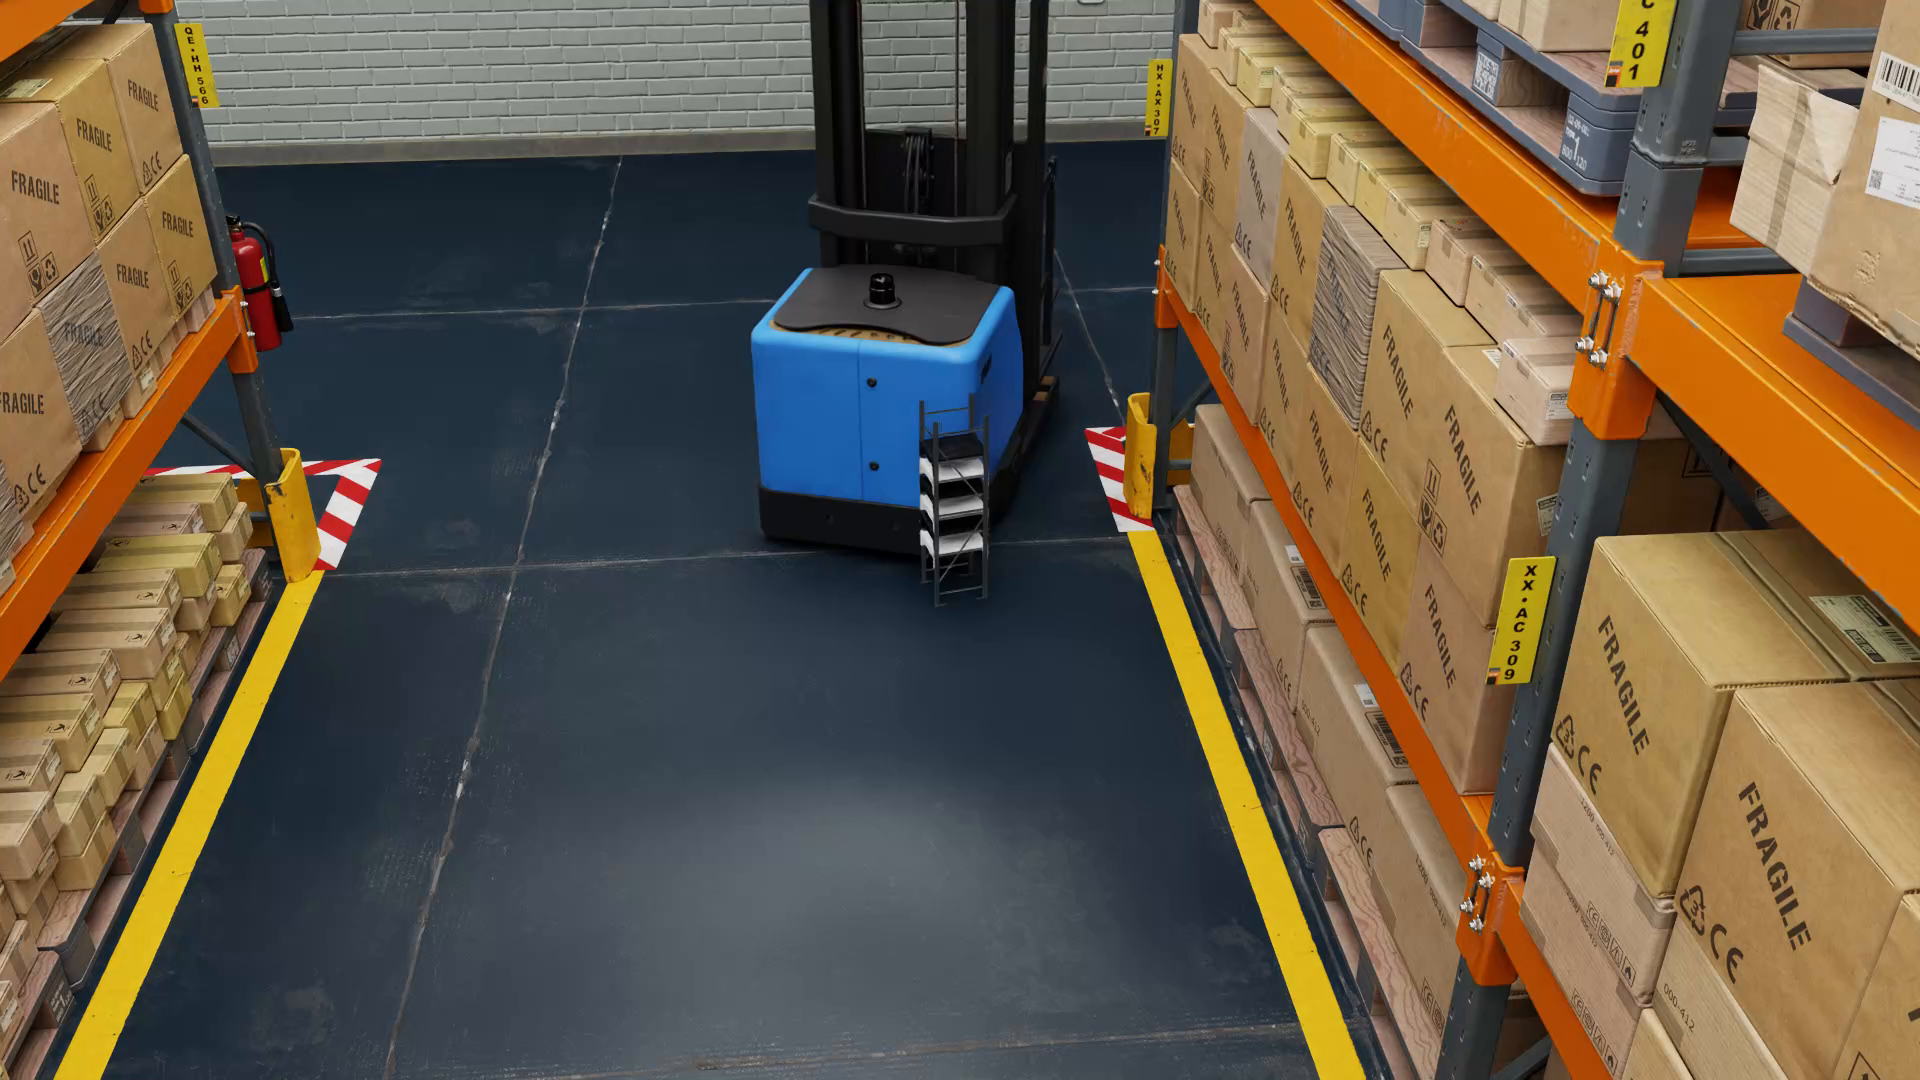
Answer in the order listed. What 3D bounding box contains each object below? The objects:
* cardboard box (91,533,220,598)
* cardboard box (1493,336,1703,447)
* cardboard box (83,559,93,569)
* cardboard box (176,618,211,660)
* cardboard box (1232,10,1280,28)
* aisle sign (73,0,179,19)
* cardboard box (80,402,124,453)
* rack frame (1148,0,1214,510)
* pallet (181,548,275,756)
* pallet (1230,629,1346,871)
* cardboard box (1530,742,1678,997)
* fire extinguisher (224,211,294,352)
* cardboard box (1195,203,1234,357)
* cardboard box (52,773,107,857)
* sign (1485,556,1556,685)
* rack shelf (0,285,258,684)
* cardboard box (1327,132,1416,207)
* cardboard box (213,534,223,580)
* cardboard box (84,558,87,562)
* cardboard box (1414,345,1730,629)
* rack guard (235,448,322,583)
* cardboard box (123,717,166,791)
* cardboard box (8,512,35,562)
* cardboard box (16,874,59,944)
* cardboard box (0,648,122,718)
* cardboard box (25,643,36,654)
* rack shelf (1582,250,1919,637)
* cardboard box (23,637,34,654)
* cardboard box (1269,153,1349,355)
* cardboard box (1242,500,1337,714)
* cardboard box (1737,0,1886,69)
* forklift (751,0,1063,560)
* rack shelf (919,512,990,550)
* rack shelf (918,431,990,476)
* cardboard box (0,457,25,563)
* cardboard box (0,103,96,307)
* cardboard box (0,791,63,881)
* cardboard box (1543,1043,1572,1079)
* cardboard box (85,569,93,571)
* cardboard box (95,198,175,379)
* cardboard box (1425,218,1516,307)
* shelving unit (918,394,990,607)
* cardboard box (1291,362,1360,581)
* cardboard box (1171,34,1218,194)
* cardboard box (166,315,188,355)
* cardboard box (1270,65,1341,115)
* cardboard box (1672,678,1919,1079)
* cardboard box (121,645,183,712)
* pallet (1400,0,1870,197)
[{"bbox_3d":[-3.107,0.106,6.437,0.380,0.149,0.250,-3,31,-6],"label":"cardboard box"},{"bbox_3d":[1.421,-0.336,3.683,0.380,0.149,0.250,-3,31,-6],"label":"cardboard box"},{"bbox_3d":[-3.733,-0.001,6.908,0.380,0.149,0.250,-2,31,-3],"label":"cardboard box"},{"bbox_3d":[-3.206,0.371,6.575,0.380,0.149,0.250,-3,31,-5],"label":"cardboard box"},{"bbox_3d":[1.246,-1.912,6.320,0.380,0.149,0.250,-2,31,-3],"label":"cardboard box"},{"bbox_3d":[-3.234,-2.365,6.249,0.394,0.787,0.004,-3,31,-5],"label":"aisle sign"},{"bbox_3d":[-3.148,-0.415,5.765,0.380,0.149,0.250,-4,31,-7],"label":"cardboard box"},{"bbox_3d":[1.393,-1.486,7.313,1.000,3.000,0.127,-3,31,-5],"label":"rack frame"},{"bbox_3d":[-3.478,0.455,6.782,1.003,0.211,1.213,-3,31,-5],"label":"pallet"},{"bbox_3d":[1.656,0.737,6.310,1.003,0.211,1.213,-3,31,-5],"label":"pallet"},{"bbox_3d":[1.527,0.644,3.405,0.500,0.250,0.500,-4,31,-6],"label":"cardboard box"},{"bbox_3d":[-3.090,-1.155,7.197,0.296,0.674,0.183,-3,31,-5],"label":"fire extinguisher"},{"bbox_3d":[1.227,-1.013,6.424,0.500,0.500,0.500,-3,31,-5],"label":"cardboard box"},{"bbox_3d":[-3.025,0.902,5.396,0.380,0.149,0.250,-3,31,-5],"label":"cardboard box"},{"bbox_3d":[1.214,0.178,3.605,0.100,0.325,0.005,-3,31,-5],"label":"sign"},{"bbox_3d":[-3.339,0.133,5.304,1.077,0.370,4.000,-3,31,-5],"label":"rack shelf"},{"bbox_3d":[1.326,-1.117,4.990,0.380,0.149,0.250,-3,31,-5],"label":"cardboard box"},{"bbox_3d":[-3.222,0.111,6.720,0.380,0.149,0.250,-3,31,-6],"label":"cardboard box"},{"bbox_3d":[-3.670,0.010,6.599,0.380,0.149,0.250,-2,31,-4],"label":"cardboard box"},{"bbox_3d":[1.447,-0.144,3.993,0.500,0.500,0.500,-3,31,-5],"label":"cardboard box"},{"bbox_3d":[-3.519,-0.085,7.405,1.175,0.500,0.348,-3,31,-5],"label":"rack guard"},{"bbox_3d":[-3.078,0.764,5.917,0.380,0.149,0.250,-2,31,-4],"label":"cardboard box"},{"bbox_3d":[-3.096,-0.012,5.090,0.380,0.149,0.250,-2,31,-3],"label":"cardboard box"},{"bbox_3d":[-3.100,1.164,5.246,0.380,0.149,0.250,-4,31,-7],"label":"cardboard box"},{"bbox_3d":[-3.152,0.516,5.752,0.380,0.149,0.250,-4,31,-6],"label":"cardboard box"},{"bbox_3d":[-3.745,0.521,6.323,0.380,0.149,0.250,-2,31,-4],"label":"cardboard box"},{"bbox_3d":[1.953,0.598,1.599,1.077,0.370,4.000,-3,31,-5],"label":"rack shelf"},{"bbox_3d":[-3.737,0.398,6.239,0.380,0.149,0.250,-2,31,-3],"label":"cardboard box"},{"bbox_3d":[1.313,-0.919,5.291,0.500,0.500,0.500,-3,31,-4],"label":"cardboard box"},{"bbox_3d":[1.648,0.233,6.524,0.875,0.438,0.875,-2,31,-3],"label":"cardboard box"},{"bbox_3d":[1.921,-1.308,3.485,0.500,0.500,0.500,-2,31,-4],"label":"cardboard box"},{"bbox_3d":[-0.082,-1.913,8.095,1.130,2.935,3.031,7,32,12],"label":"forklift"},{"bbox_3d":[-0.026,-0.058,7.209,0.258,0.077,0.200,-9,32,-15],"label":"rack shelf"},{"bbox_3d":[-0.025,-0.367,7.024,0.258,0.077,0.200,-9,32,-15],"label":"rack shelf"},{"bbox_3d":[-3.012,-0.102,4.608,0.500,0.500,0.500,-3,31,-6],"label":"cardboard box"},{"bbox_3d":[-3.131,-1.052,5.223,0.500,0.500,0.500,-1,31,-2],"label":"cardboard box"},{"bbox_3d":[-3.007,0.911,5.090,0.380,0.149,0.250,-2,31,-4],"label":"cardboard box"},{"bbox_3d":[1.904,1.601,3.807,0.875,0.875,0.875,-2,31,-3],"label":"cardboard box"},{"bbox_3d":[-3.796,0.129,6.979,0.380,0.149,0.250,-2,31,-4],"label":"cardboard box"},{"bbox_3d":[-3.185,-0.888,5.923,0.500,0.500,0.500,-3,31,-5],"label":"cardboard box"},{"bbox_3d":[1.449,-0.732,4.346,0.380,0.149,0.250,-3,31,-5],"label":"cardboard box"},{"bbox_3d":[-0.026,-0.163,7.146,0.258,0.900,0.210,-9,32,-15],"label":"shelving unit"},{"bbox_3d":[1.353,-0.230,5.112,0.500,0.500,0.500,-3,31,-5],"label":"cardboard box"},{"bbox_3d":[1.154,-1.699,6.597,0.500,0.500,0.500,-3,31,-6],"label":"cardboard box"},{"bbox_3d":[-3.228,-0.808,6.422,0.380,0.149,0.250,-3,31,-5],"label":"cardboard box"},{"bbox_3d":[1.275,-1.508,5.645,0.380,0.149,0.250,-2,31,-4],"label":"cardboard box"},{"bbox_3d":[1.596,0.581,2.780,0.500,0.500,0.500,-3,31,-5],"label":"cardboard box"},{"bbox_3d":[-3.081,0.504,6.062,0.380,0.149,0.250,-2,31,-4],"label":"cardboard box"},{"bbox_3d":[1.700,-1.112,3.847,1.003,0.211,1.213,-3,31,-5],"label":"pallet"}]
